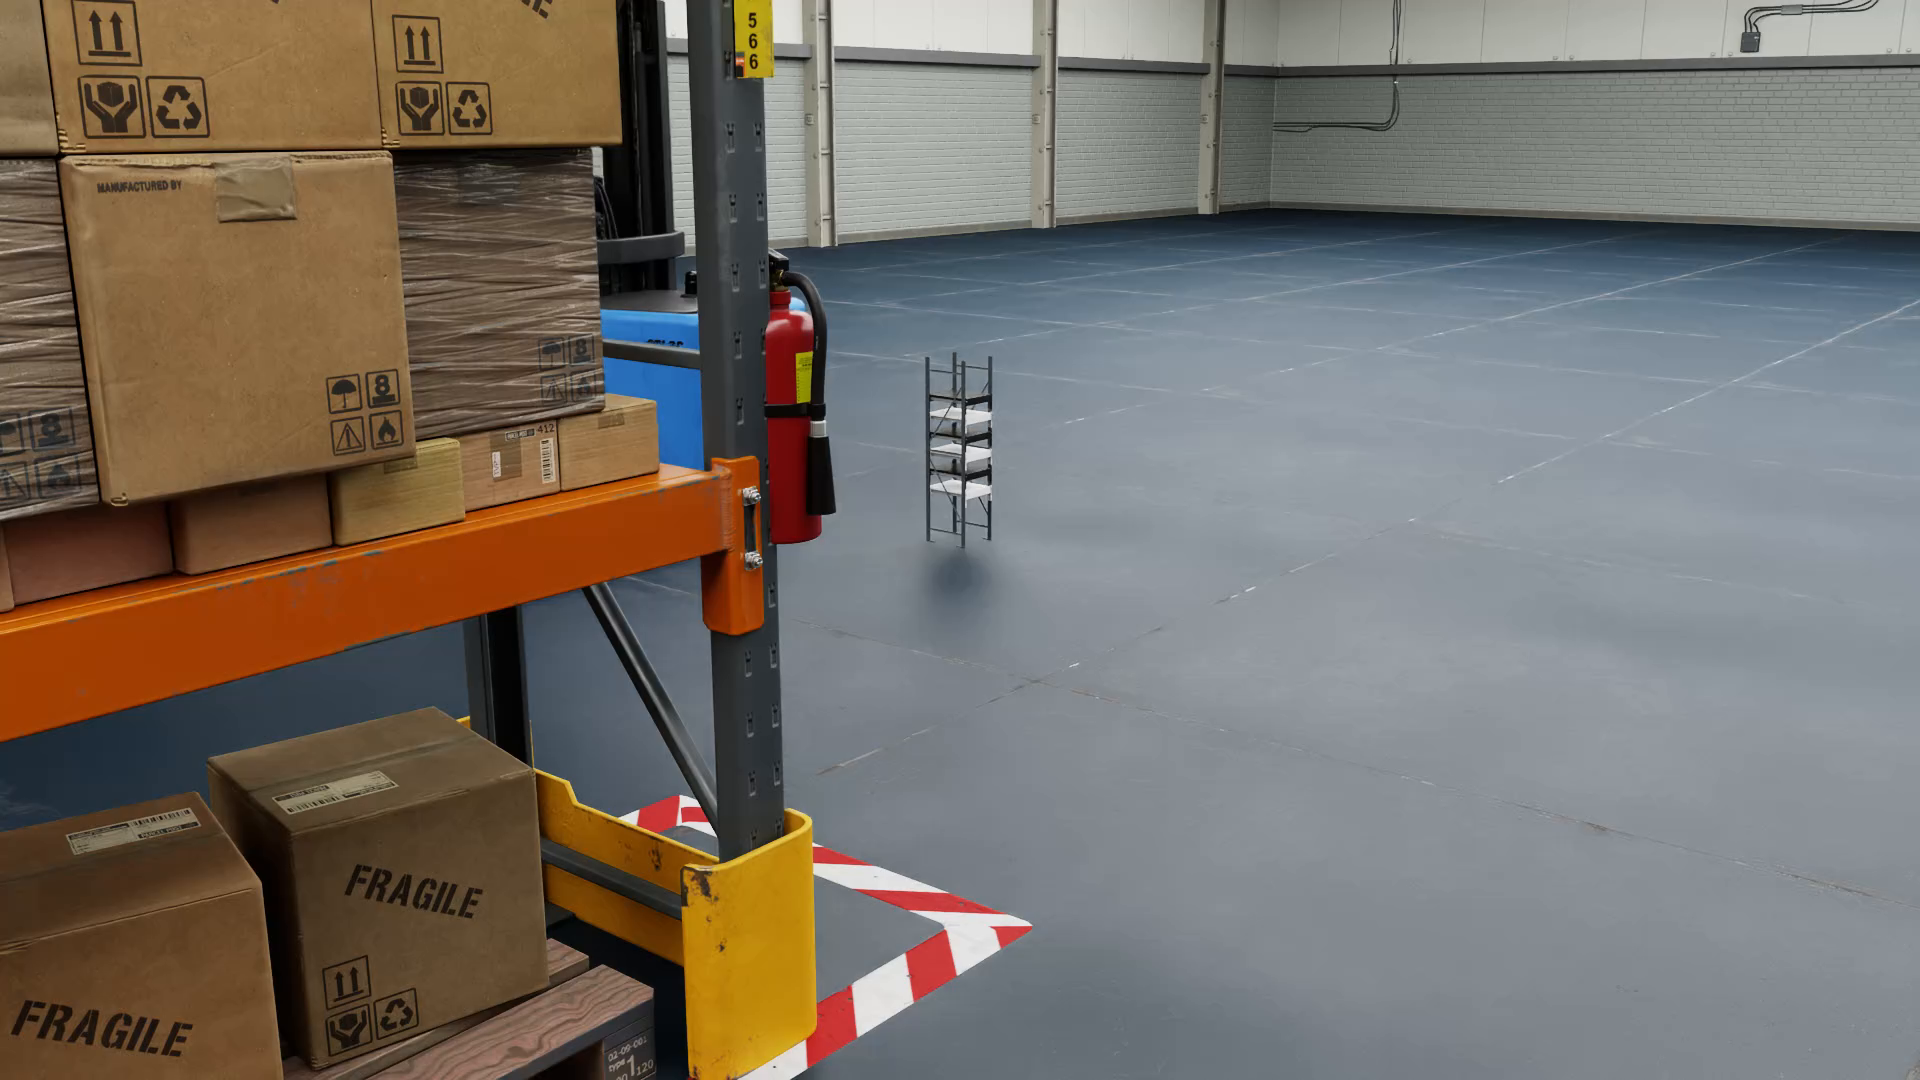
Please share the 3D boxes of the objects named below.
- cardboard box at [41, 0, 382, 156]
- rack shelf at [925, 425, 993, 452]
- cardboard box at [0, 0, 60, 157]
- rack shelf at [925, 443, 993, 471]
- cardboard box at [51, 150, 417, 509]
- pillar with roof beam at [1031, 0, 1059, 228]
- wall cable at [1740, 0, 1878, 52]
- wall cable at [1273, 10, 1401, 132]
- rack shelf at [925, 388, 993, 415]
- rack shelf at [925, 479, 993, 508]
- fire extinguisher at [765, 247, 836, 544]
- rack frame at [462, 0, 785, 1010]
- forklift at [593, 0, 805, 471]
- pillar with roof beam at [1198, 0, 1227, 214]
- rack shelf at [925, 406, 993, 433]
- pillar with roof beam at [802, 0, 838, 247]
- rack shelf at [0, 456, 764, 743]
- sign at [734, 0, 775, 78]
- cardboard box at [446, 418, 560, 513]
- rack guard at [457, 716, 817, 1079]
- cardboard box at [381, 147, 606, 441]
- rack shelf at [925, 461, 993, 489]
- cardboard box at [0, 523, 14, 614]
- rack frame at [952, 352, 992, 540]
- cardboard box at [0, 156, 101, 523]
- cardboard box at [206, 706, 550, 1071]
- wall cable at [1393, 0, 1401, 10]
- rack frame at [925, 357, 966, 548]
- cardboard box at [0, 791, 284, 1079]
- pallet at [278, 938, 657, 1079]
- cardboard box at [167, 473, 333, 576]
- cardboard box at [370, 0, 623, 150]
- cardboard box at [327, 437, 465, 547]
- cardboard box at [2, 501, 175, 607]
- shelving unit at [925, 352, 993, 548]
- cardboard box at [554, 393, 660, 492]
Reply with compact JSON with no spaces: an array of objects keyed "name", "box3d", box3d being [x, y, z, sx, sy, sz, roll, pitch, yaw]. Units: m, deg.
[{"name":"cardboard box","box3d":[-1.277,-0.860,2.578,0.500,0.500,0.500,11,18,38]},{"name":"rack shelf","box3d":[-0.005,-0.490,7.992,0.258,0.077,0.200,11,18,38]},{"name":"cardboard box","box3d":[-1.593,-0.765,2.203,0.500,0.500,0.500,11,18,38]},{"name":"rack shelf","box3d":[-0.005,-0.402,8.014,0.258,0.077,0.200,11,18,38]},{"name":"cardboard box","box3d":[-1.401,-0.400,2.799,0.875,0.500,0.500,11,18,38]},{"name":"pillar with roof beam","box3d":[4.910,-9.568,27.509,9.100,9.000,0.400,11,18,38]},{"name":"wall cable","box3d":[15.586,-11.919,29.856,2.305,6.003,0.169,11,18,38]},{"name":"wall cable","box3d":[8.212,-10.238,36.452,3.097,2.526,0.112,11,18,38]},{"name":"rack shelf","box3d":[-0.005,-0.664,7.948,0.258,0.077,0.200,11,18,38]},{"name":"rack shelf","box3d":[-0.005,-0.228,8.059,0.258,0.077,0.200,11,18,38]},{"name":"fire extinguisher","box3d":[-0.383,-0.336,3.511,0.296,0.674,0.183,11,18,38]},{"name":"rack frame","box3d":[-0.813,-0.423,3.696,1.000,3.000,0.127,11,18,38]},{"name":"forklift","box3d":[-2.361,-1.724,8.958,3.031,2.935,1.130,7,16,25]},{"name":"pillar with roof beam","box3d":[8.681,-10.717,32.032,9.100,9.000,0.400,11,18,38]},{"name":"rack shelf","box3d":[-0.005,-0.577,7.970,0.258,0.077,0.200,11,18,38]},{"name":"pillar with roof beam","box3d":[1.139,-8.419,22.986,9.100,9.000,0.400,11,18,38]},{"name":"rack shelf","box3d":[-2.070,0.309,2.277,1.077,0.370,4.000,11,18,38]},{"name":"sign","box3d":[-0.394,-1.048,3.161,0.100,0.325,0.005,11,18,38]},{"name":"cardboard box","box3d":[-0.989,-0.167,3.198,0.380,0.149,0.250,11,18,38]},{"name":"rack guard","box3d":[-0.861,0.803,3.946,1.175,0.500,0.348,11,18,38]},{"name":"cardboard box","box3d":[-1.180,-0.515,3.249,0.875,0.500,0.500,11,18,38]},{"name":"rack shelf","box3d":[-0.005,-0.315,8.036,0.258,0.077,0.200,11,18,38]},{"name":"cardboard box","box3d":[-1.605,0.027,2.434,0.380,0.149,0.250,11,18,38]},{"name":"rack frame","box3d":[0.059,-0.454,8.083,0.240,0.900,0.006,11,18,38]},{"name":"cardboard box","box3d":[-1.749,-0.311,2.448,0.875,0.500,0.500,11,18,38]},{"name":"cardboard box","box3d":[-1.219,0.702,3.491,0.500,0.500,0.500,-12,18,-39]},{"name":"wall cable","box3d":[10.317,-12.267,34.183,3.097,2.526,0.112,11,18,38]},{"name":"rack frame","box3d":[-0.069,-0.415,7.929,0.240,0.900,0.006,11,18,38]},{"name":"cardboard box","box3d":[-1.568,0.822,3.020,0.500,0.500,0.500,-10,17,-35]},{"name":"pallet","box3d":[-1.399,1.093,3.391,1.003,0.211,1.213,11,18,38]},{"name":"cardboard box","box3d":[-1.276,-0.066,2.799,0.380,0.149,0.250,11,18,38]},{"name":"cardboard box","box3d":[-0.967,-0.957,2.959,0.500,0.500,0.500,11,18,38]},{"name":"cardboard box","box3d":[-1.107,-0.111,2.978,0.380,0.149,0.250,11,18,38]},{"name":"cardboard box","box3d":[-1.465,-0.024,2.636,0.380,0.149,0.250,11,18,38]},{"name":"shelving unit","box3d":[-0.005,-0.435,8.006,0.258,0.900,0.210,11,18,38]},{"name":"cardboard box","box3d":[-0.832,-0.215,3.386,0.380,0.149,0.250,11,18,38]}]
